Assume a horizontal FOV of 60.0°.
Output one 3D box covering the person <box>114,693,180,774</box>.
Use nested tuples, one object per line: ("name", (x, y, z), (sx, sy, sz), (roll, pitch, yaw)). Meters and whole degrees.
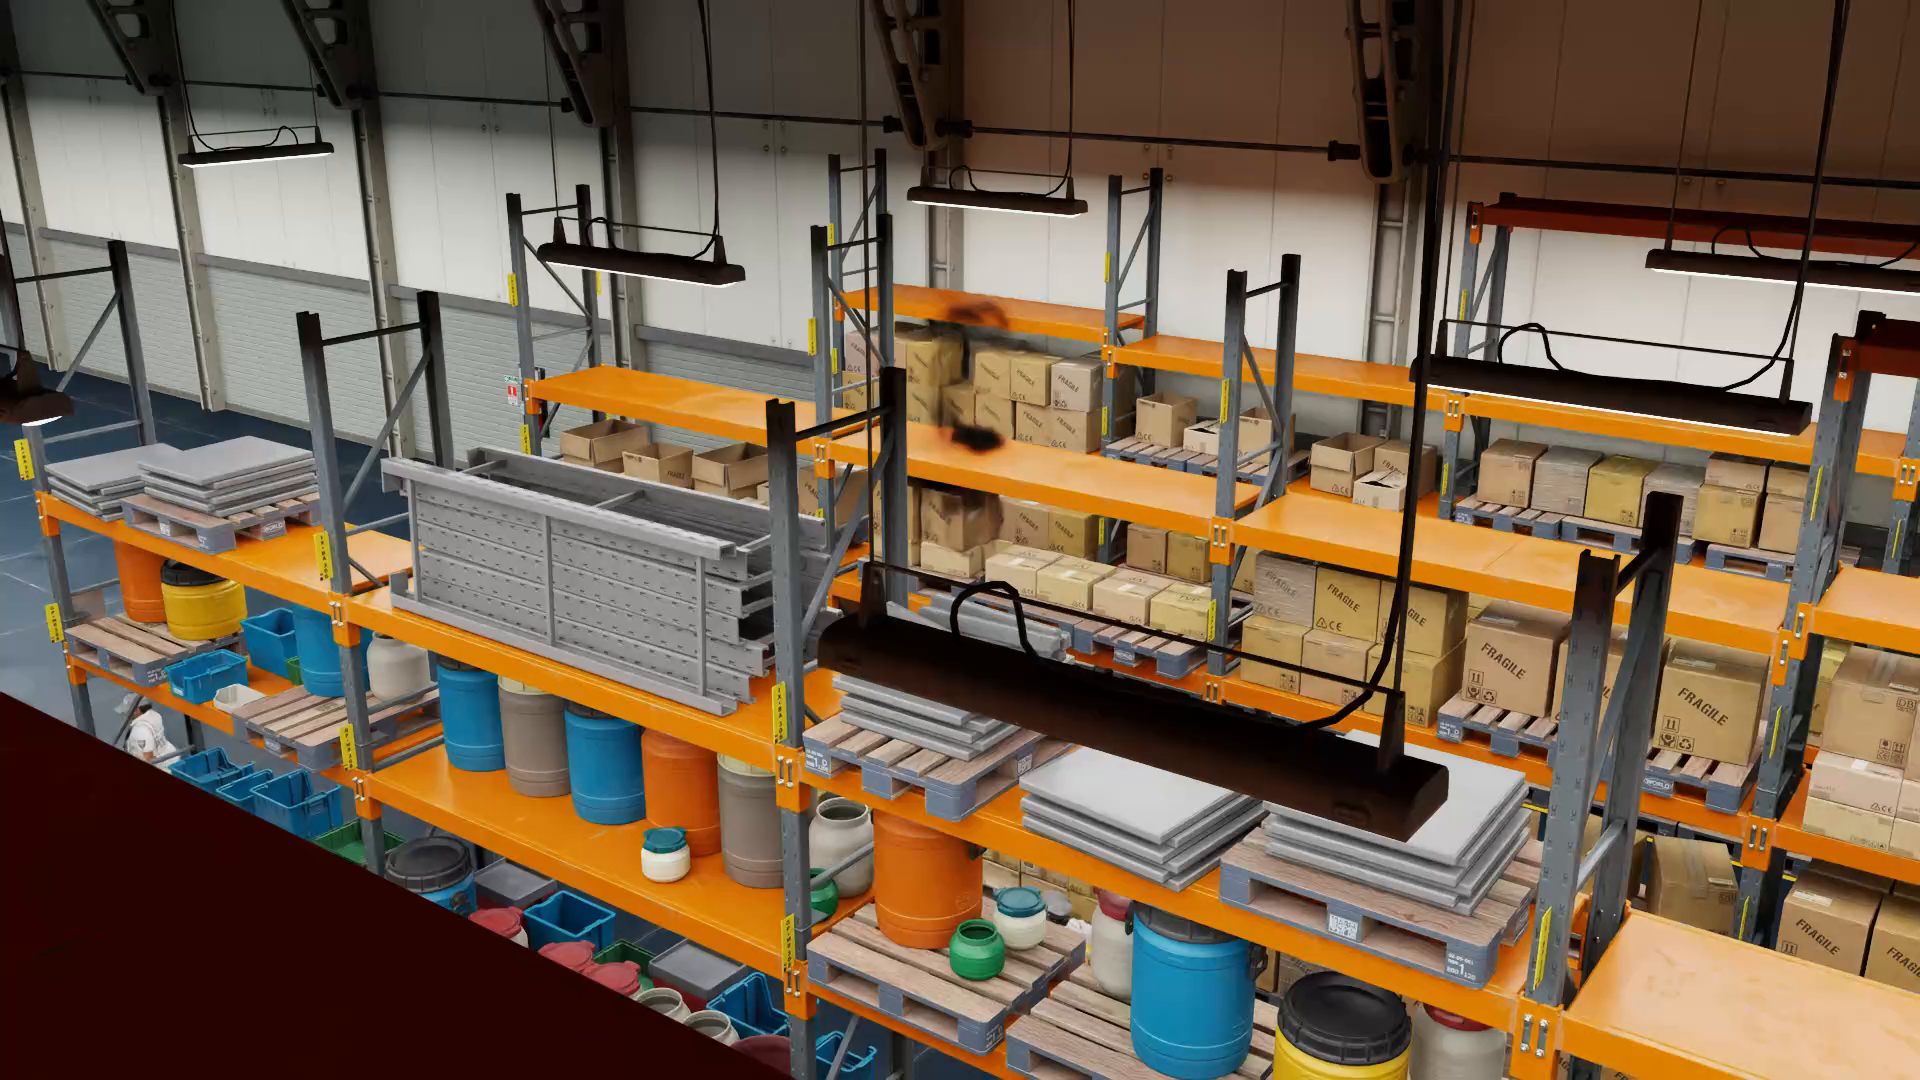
("person", (-7.715, 2.236, 15.904), (0.460, 1.684, 0.532), (-2, 19, -7))

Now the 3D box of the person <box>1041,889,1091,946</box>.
("person", (0.849, 3.414, 12.435), (0.689, 1.619, 0.607), (11, 21, 29))
